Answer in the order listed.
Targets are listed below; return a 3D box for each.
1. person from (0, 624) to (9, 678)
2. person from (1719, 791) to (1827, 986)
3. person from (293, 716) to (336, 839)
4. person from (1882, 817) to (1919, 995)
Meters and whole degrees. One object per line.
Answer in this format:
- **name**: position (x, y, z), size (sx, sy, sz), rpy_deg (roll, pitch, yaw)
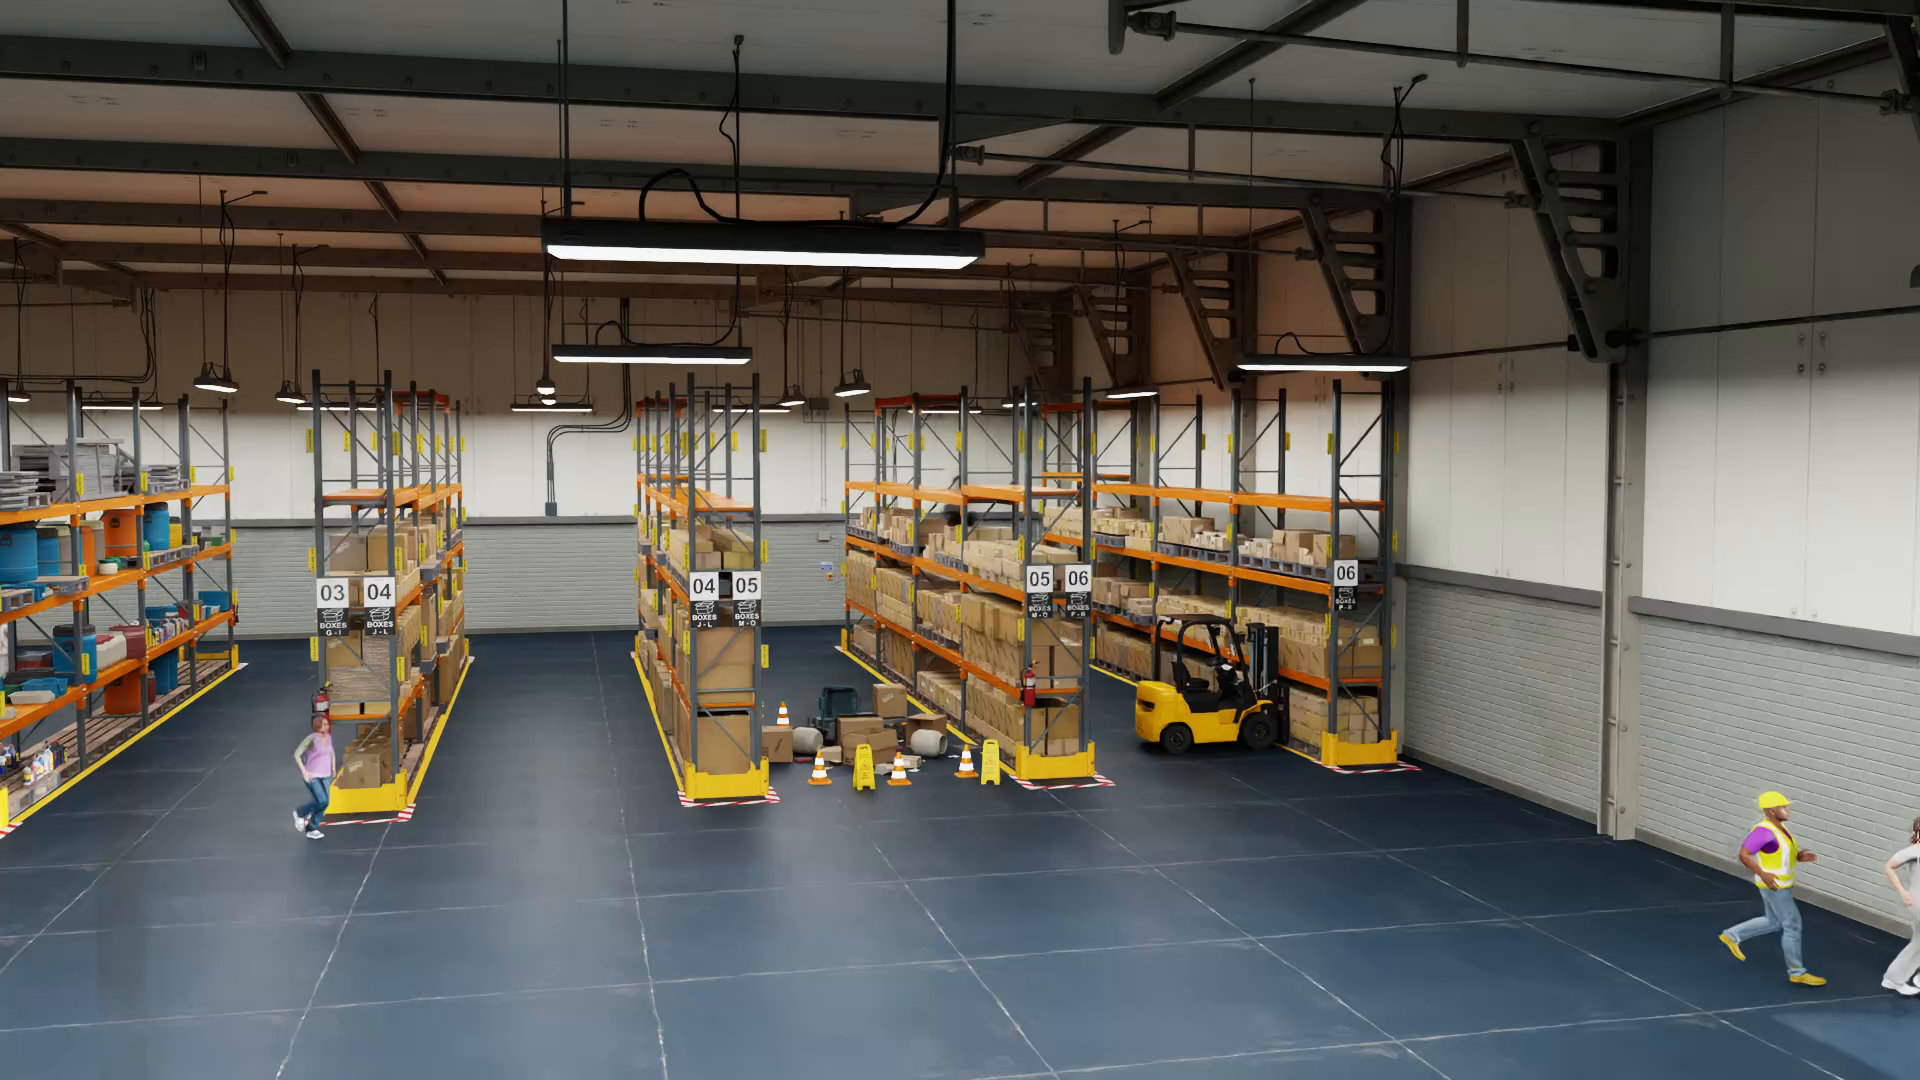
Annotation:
- **person**: position (-18.688, 2.253, 32.295), size (0.624, 1.770, 0.667), rpy_deg (-1, 3, -16)
- **person**: position (7.593, 3.217, 15.524), size (0.954, 1.748, 0.701), rpy_deg (2, 4, 36)
- **person**: position (-8.202, 3.008, 21.165), size (0.515, 1.546, 0.552), rpy_deg (1, 3, 19)
- **person**: position (8.665, 3.320, 14.935), size (0.565, 1.682, 0.644), rpy_deg (-3, 4, -41)
